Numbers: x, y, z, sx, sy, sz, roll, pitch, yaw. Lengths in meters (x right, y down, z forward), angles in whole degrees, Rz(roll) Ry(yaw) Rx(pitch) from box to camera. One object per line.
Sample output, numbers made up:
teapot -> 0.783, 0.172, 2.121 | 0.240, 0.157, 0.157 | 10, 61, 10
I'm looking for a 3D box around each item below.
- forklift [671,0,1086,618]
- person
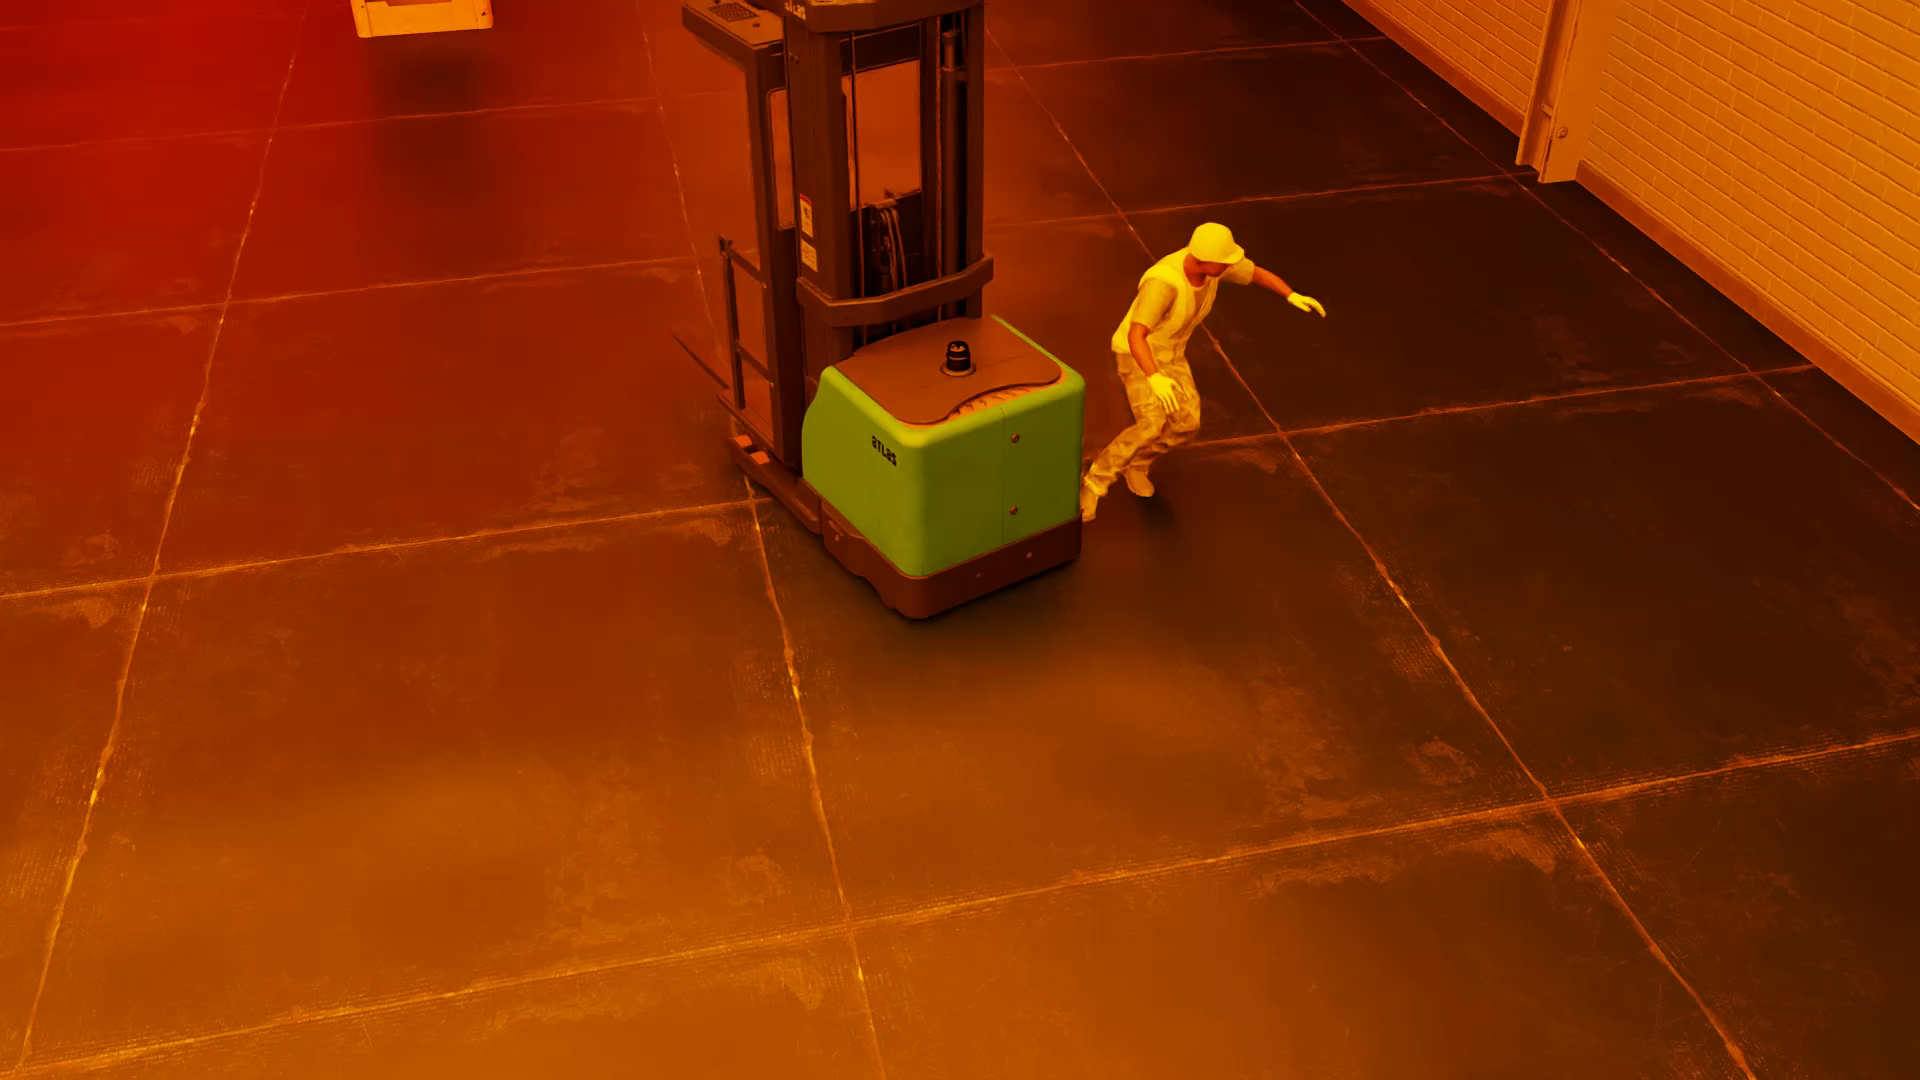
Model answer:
forklift -> -0.620, -1.640, 8.330 | 1.130, 2.935, 3.031 | -21, 41, -26
person -> 1.115, -0.843, 8.449 | 0.931, 1.530, 1.308 | 28, 44, 33
